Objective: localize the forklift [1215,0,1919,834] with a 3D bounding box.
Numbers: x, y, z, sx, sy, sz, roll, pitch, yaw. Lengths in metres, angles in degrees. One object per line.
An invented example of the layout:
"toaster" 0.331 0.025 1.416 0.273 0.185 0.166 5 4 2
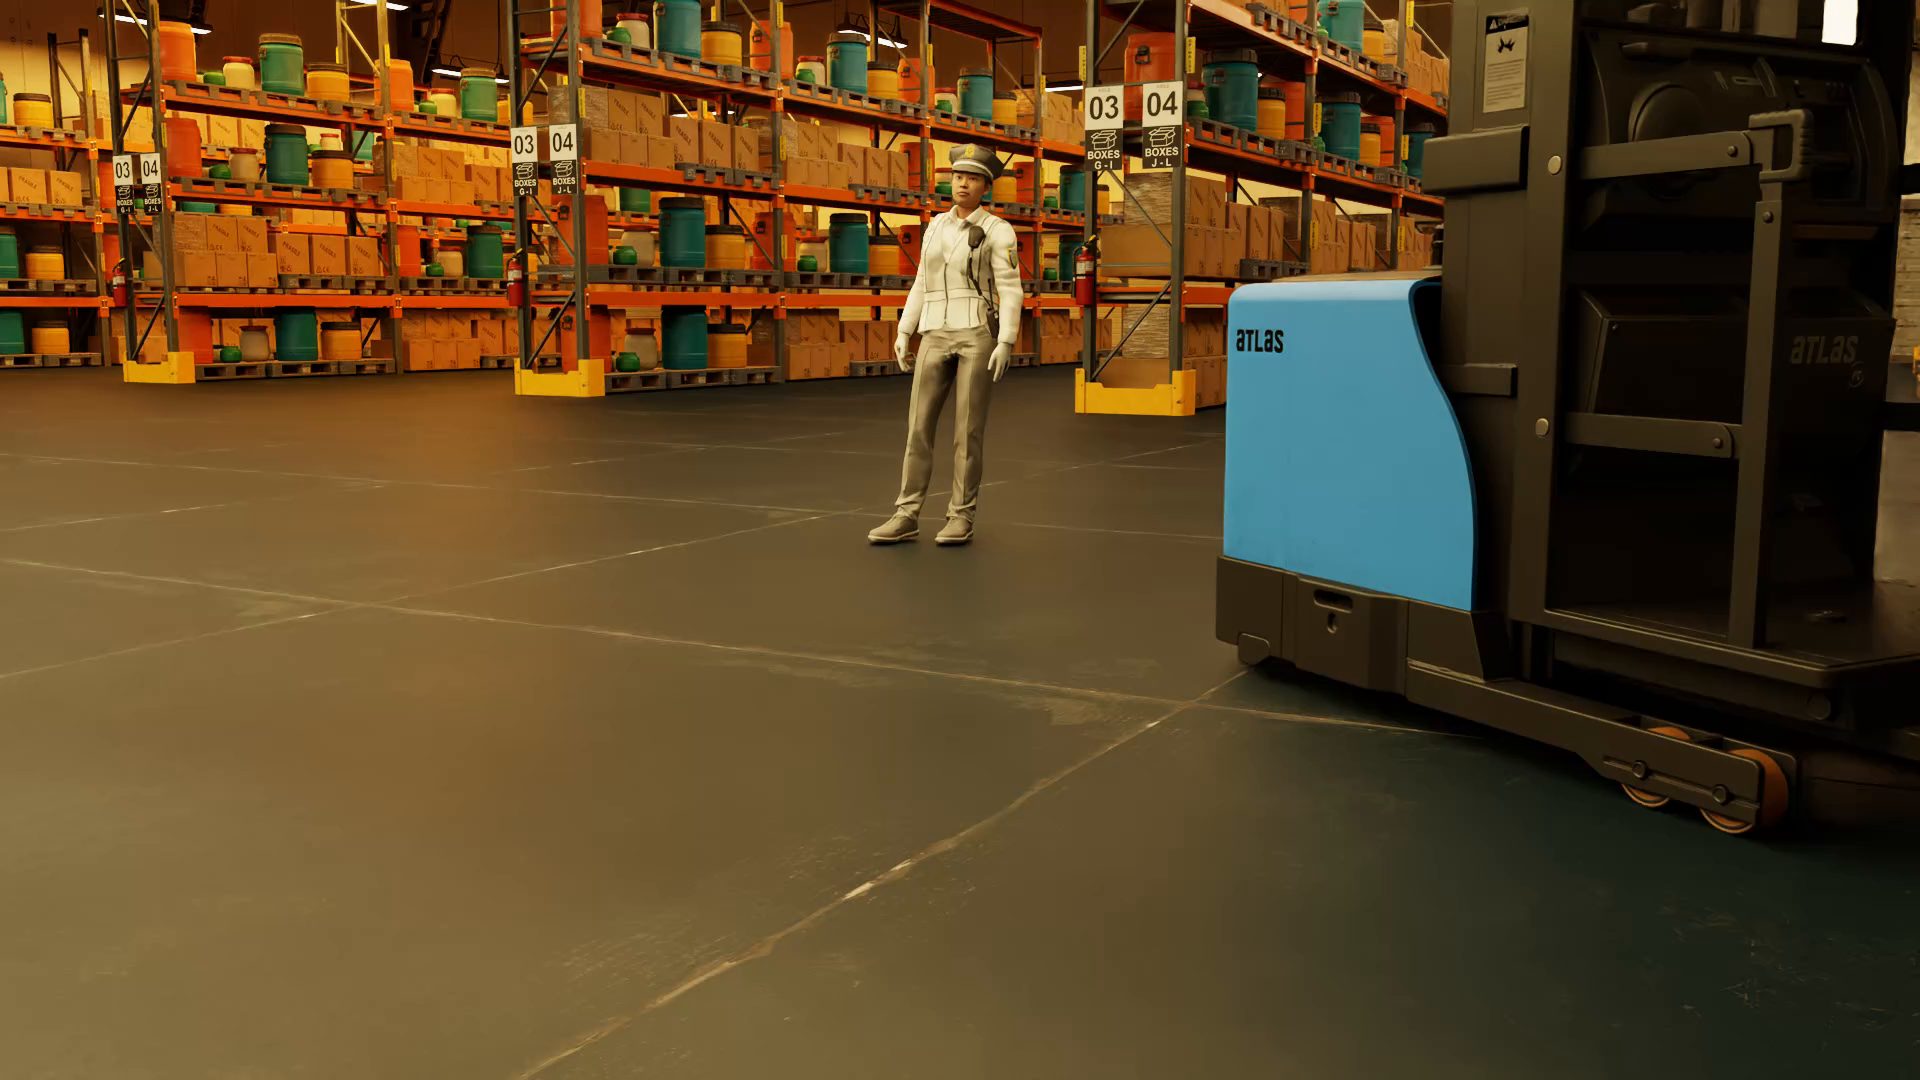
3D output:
"forklift" 1.836 -0.953 3.497 1.130 2.935 3.031 -4 9 -26

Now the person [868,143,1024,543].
"person" -0.039 -0.839 7.141 0.587 1.695 0.531 4 9 29
